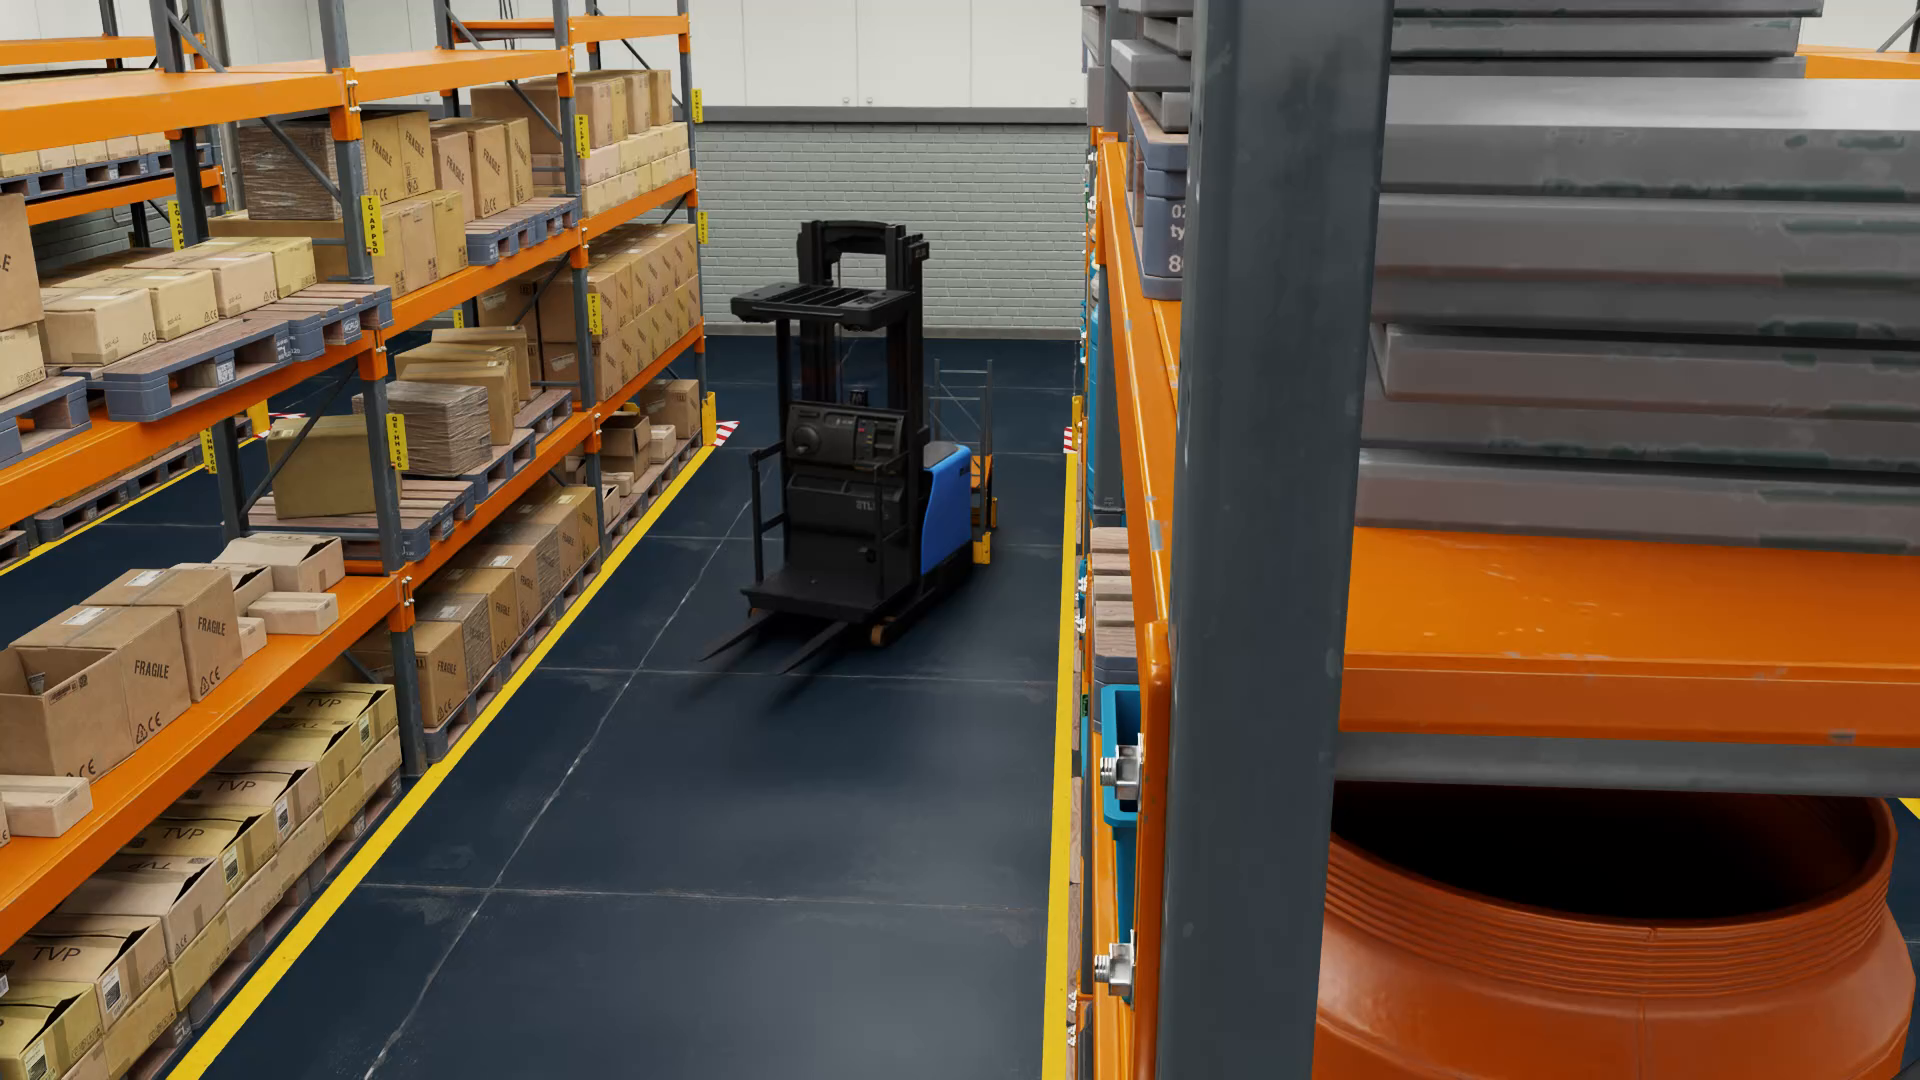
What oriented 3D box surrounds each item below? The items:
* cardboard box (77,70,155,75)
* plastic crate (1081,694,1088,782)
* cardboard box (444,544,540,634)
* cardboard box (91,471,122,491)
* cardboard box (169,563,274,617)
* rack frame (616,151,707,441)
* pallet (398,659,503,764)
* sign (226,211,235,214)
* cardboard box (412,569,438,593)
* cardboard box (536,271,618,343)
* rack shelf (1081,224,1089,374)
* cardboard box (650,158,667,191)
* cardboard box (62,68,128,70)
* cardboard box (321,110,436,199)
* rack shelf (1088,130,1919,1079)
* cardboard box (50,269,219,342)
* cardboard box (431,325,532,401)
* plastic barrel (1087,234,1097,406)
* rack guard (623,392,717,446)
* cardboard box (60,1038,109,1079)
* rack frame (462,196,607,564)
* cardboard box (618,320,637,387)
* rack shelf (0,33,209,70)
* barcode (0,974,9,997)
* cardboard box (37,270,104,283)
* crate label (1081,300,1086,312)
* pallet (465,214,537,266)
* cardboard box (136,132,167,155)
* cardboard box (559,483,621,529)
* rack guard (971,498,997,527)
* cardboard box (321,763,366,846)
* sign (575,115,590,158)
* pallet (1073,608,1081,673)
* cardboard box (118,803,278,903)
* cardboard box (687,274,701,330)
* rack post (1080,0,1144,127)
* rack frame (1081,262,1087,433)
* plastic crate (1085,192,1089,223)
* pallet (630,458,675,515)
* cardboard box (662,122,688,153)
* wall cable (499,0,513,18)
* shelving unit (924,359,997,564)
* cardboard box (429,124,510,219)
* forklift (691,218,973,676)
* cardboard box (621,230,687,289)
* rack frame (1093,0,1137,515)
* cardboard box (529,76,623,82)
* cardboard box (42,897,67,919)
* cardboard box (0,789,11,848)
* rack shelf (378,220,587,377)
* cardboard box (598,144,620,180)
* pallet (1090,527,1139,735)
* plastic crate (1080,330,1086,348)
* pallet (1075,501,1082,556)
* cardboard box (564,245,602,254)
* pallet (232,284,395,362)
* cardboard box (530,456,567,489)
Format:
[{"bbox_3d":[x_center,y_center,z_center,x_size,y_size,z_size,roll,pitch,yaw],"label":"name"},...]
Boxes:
[{"bbox_3d":[-7.942,-4.179,15.744,0.500,0.500,0.500,2,18,6],"label":"cardboard box"},{"bbox_3d":[0.750,0.892,7.225,0.450,0.188,0.662,1,18,4],"label":"plastic crate"},{"bbox_3d":[-3.324,0.347,11.854,0.500,0.500,0.500,1,18,2],"label":"cardboard box"},{"bbox_3d":[-8.207,-0.765,15.282,0.700,0.500,0.500,1,18,3],"label":"cardboard box"},{"bbox_3d":[-4.005,0.300,8.834,0.500,0.311,0.500,1,18,3],"label":"cardboard box"},{"bbox_3d":[-3.174,-2.501,17.237,1.000,3.000,0.127,1,18,4],"label":"rack frame"},{"bbox_3d":[-3.656,1.078,10.794,1.003,0.211,1.213,1,18,4],"label":"pallet"},{"bbox_3d":[-7.575,-3.256,17.304,0.100,0.325,0.005,1,18,4],"label":"sign"},{"bbox_3d":[-3.877,0.506,11.368,0.500,0.500,0.500,1,18,2],"label":"cardboard box"},{"bbox_3d":[-3.146,-1.921,13.702,0.500,0.500,0.500,2,18,5],"label":"cardboard box"},{"bbox_3d":[1.336,-1.609,10.854,1.077,0.370,4.000,1,18,4],"label":"rack shelf"},{"bbox_3d":[-3.017,-3.379,15.341,0.500,0.250,0.500,1,18,4],"label":"cardboard box"},{"bbox_3d":[-8.408,-4.346,16.254,0.500,0.500,0.500,1,18,2],"label":"cardboard box"},{"bbox_3d":[-3.637,-2.416,10.396,0.500,0.500,0.500,1,18,4],"label":"cardboard box"},{"bbox_3d":[0.763,-0.360,2.867,1.077,0.370,4.000,1,18,4],"label":"rack shelf"},{"bbox_3d":[-3.795,-1.087,7.672,0.500,0.250,0.500,1,18,3],"label":"cardboard box"},{"bbox_3d":[-3.718,-1.363,12.931,0.700,0.500,0.500,-5,19,-15],"label":"cardboard box"},{"bbox_3d":[0.820,-0.895,6.714,0.600,0.901,0.708,1,18,4],"label":"plastic barrel"},{"bbox_3d":[-3.179,-1.289,17.555,1.175,0.500,0.348,1,18,4],"label":"rack guard"},{"bbox_3d":[-3.758,2.214,6.591,0.500,0.250,0.500,1,18,3],"label":"cardboard box"},{"bbox_3d":[-3.461,-1.258,13.446,1.000,3.000,0.127,1,18,4],"label":"rack frame"},{"bbox_3d":[-3.119,-1.617,14.380,0.500,0.500,0.500,2,18,5],"label":"cardboard box"},{"bbox_3d":[-8.258,-4.308,14.916,1.077,0.370,4.000,1,18,4],"label":"rack shelf"},{"bbox_3d":[-3.600,1.679,6.248,0.001,0.075,0.075,1,18,4],"label":"barcode"},{"bbox_3d":[-8.246,-2.131,15.628,0.980,0.700,0.700,0,18,1],"label":"cardboard box"},{"bbox_3d":[1.421,-2.269,16.702,0.416,0.233,0.303,1,18,4],"label":"crate label"},{"bbox_3d":[-3.649,-2.071,11.412,1.213,0.211,1.003,1,18,4],"label":"pallet"},{"bbox_3d":[-7.939,-3.816,15.841,0.500,0.250,0.500,1,18,2],"label":"cardboard box"},{"bbox_3d":[-3.215,-0.315,14.179,0.500,0.311,0.500,1,18,4],"label":"cardboard box"},{"bbox_3d":[0.030,-0.250,14.784,0.587,0.250,0.087,1,18,4],"label":"rack guard"},{"bbox_3d":[-3.575,1.420,9.013,0.500,0.250,0.500,1,18,3],"label":"cardboard box"},{"bbox_3d":[-2.907,-3.105,12.803,0.100,0.325,0.005,1,18,4],"label":"sign"},{"bbox_3d":[1.298,0.797,11.651,1.003,0.211,1.213,1,18,4],"label":"pallet"},{"bbox_3d":[-3.647,1.467,7.971,0.500,0.311,0.500,2,18,5],"label":"cardboard box"},{"bbox_3d":[-2.934,-2.403,16.779,0.500,0.500,0.500,2,18,6],"label":"cardboard box"},{"bbox_3d":[0.962,-2.221,6.429,1.013,1.000,3.121,1,18,4],"label":"rack post"},{"bbox_3d":[1.767,-2.389,16.896,1.000,3.000,0.127,1,18,4],"label":"rack frame"},{"bbox_3d":[1.209,-2.610,13.093,0.450,0.188,0.662,1,18,4],"label":"plastic crate"},{"bbox_3d":[-3.325,-0.526,15.691,1.003,0.211,1.213,1,18,4],"label":"pallet"},{"bbox_3d":[-2.956,-3.927,16.212,0.500,0.250,0.500,1,18,4],"label":"cardboard box"},{"bbox_3d":[-4.655,-8.074,21.487,3.097,2.526,0.112,1,18,4],"label":"wall cable"},{"bbox_3d":[-0.005,-0.689,14.117,0.587,1.500,1.083,1,18,4],"label":"shelving unit"},{"bbox_3d":[-3.595,-2.615,11.775,0.600,0.600,0.600,1,18,3],"label":"cardboard box"},{"bbox_3d":[-0.930,-0.764,12.046,1.130,2.935,3.031,7,20,21],"label":"forklift"},{"bbox_3d":[-2.967,-2.722,16.147,0.500,0.500,0.500,2,18,5],"label":"cardboard box"},{"bbox_3d":[0.906,-1.513,4.588,1.000,3.000,0.127,1,18,4],"label":"rack frame"},{"bbox_3d":[-3.373,-3.825,14.694,0.700,0.500,0.500,1,18,4],"label":"cardboard box"},{"bbox_3d":[-4.222,1.618,7.509,0.500,0.311,0.500,1,18,4],"label":"cardboard box"},{"bbox_3d":[-4.042,1.144,6.356,0.500,0.250,0.500,2,18,7],"label":"cardboard box"},{"bbox_3d":[-3.604,-1.721,11.195,1.077,0.370,4.000,1,18,4],"label":"rack shelf"},{"bbox_3d":[-3.144,-3.151,13.842,0.500,0.250,0.500,1,18,4],"label":"cardboard box"},{"bbox_3d":[0.952,0.229,4.394,1.213,0.211,1.003,1,18,4],"label":"pallet"},{"bbox_3d":[1.305,-1.766,15.169,0.416,0.233,0.300,1,18,4],"label":"plastic crate"},{"bbox_3d":[1.494,-0.051,14.239,1.003,0.211,1.213,1,18,4],"label":"pallet"},{"bbox_3d":[-3.575,-2.416,15.212,0.500,0.500,0.500,1,18,3],"label":"cardboard box"},{"bbox_3d":[-3.707,-1.139,8.568,1.213,0.211,1.003,2,18,6],"label":"pallet"},{"bbox_3d":[-3.703,-0.463,14.326,0.500,0.500,0.500,1,18,4],"label":"cardboard box"}]
